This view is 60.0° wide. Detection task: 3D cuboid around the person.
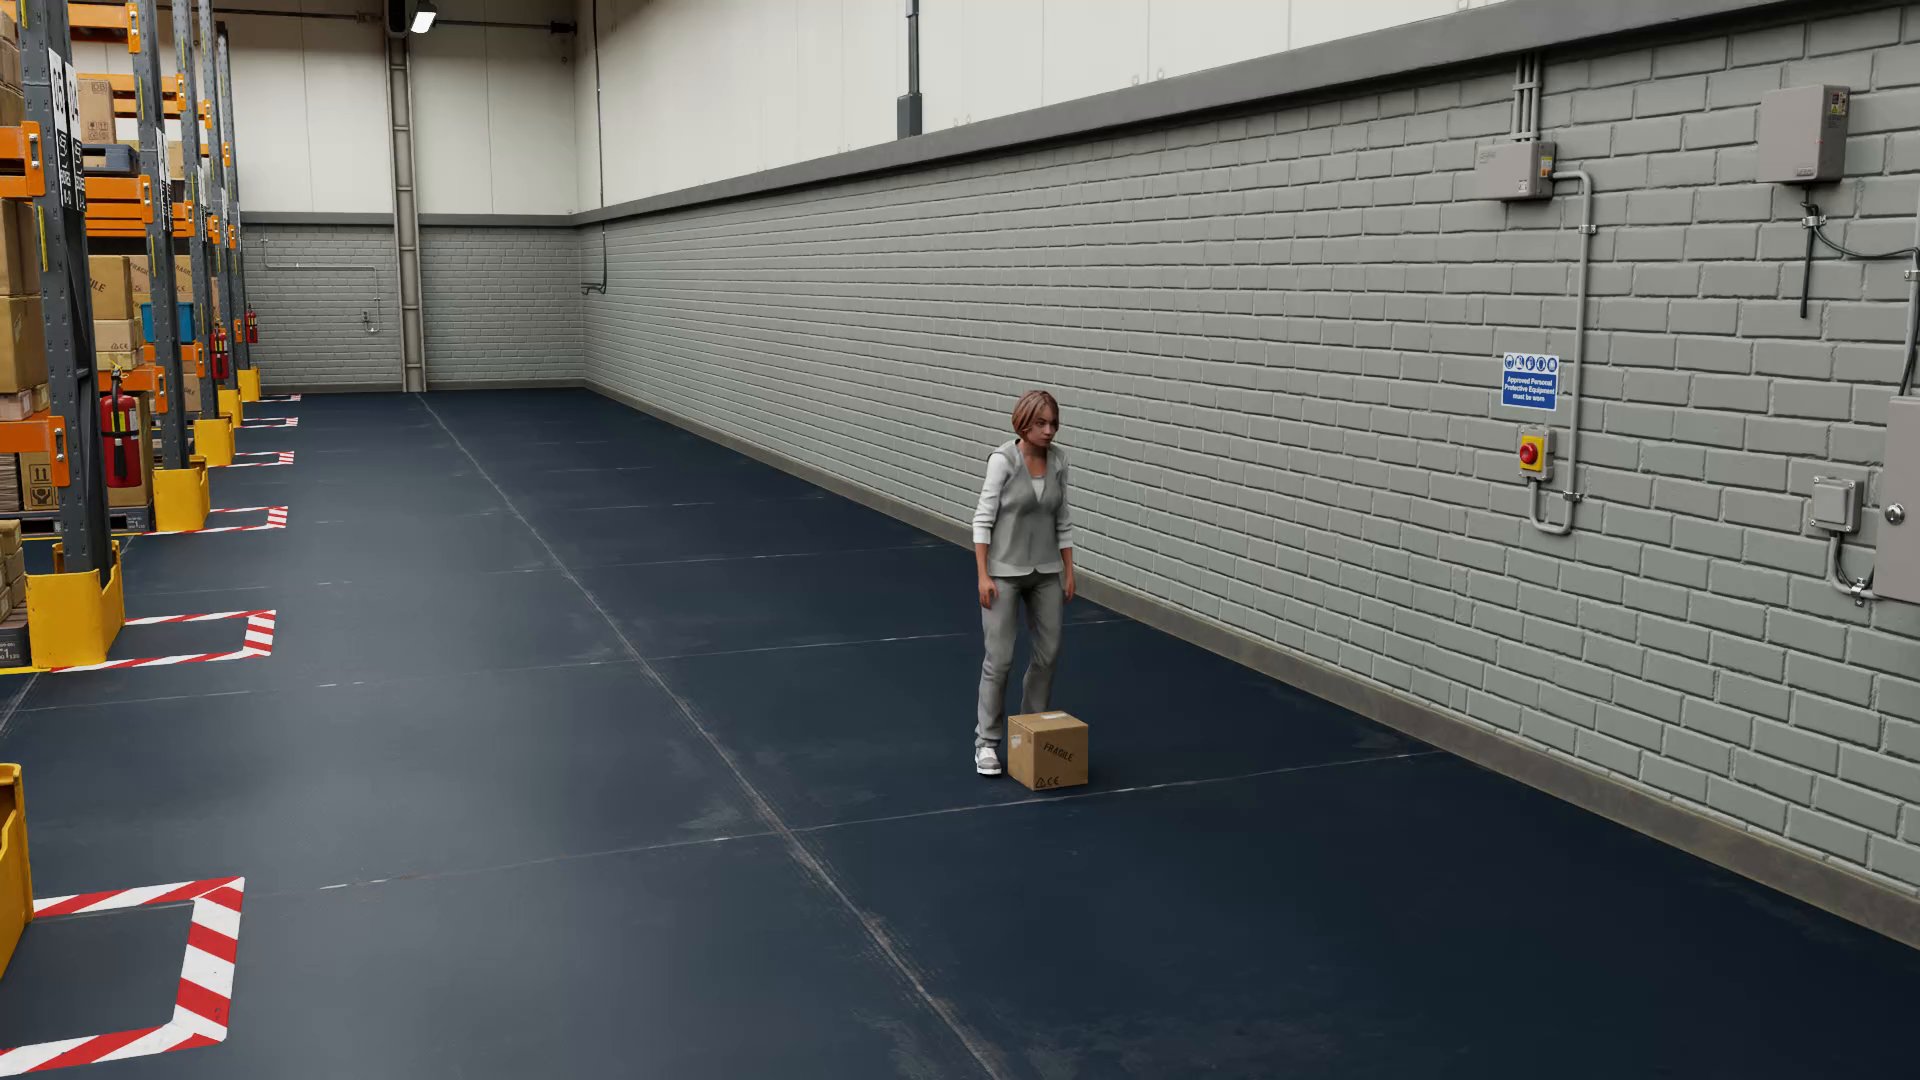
[{"bbox_3d":[0.267,0.166,6.967,0.484,1.592,0.347,-4,10,-24],"label":"person"}]
